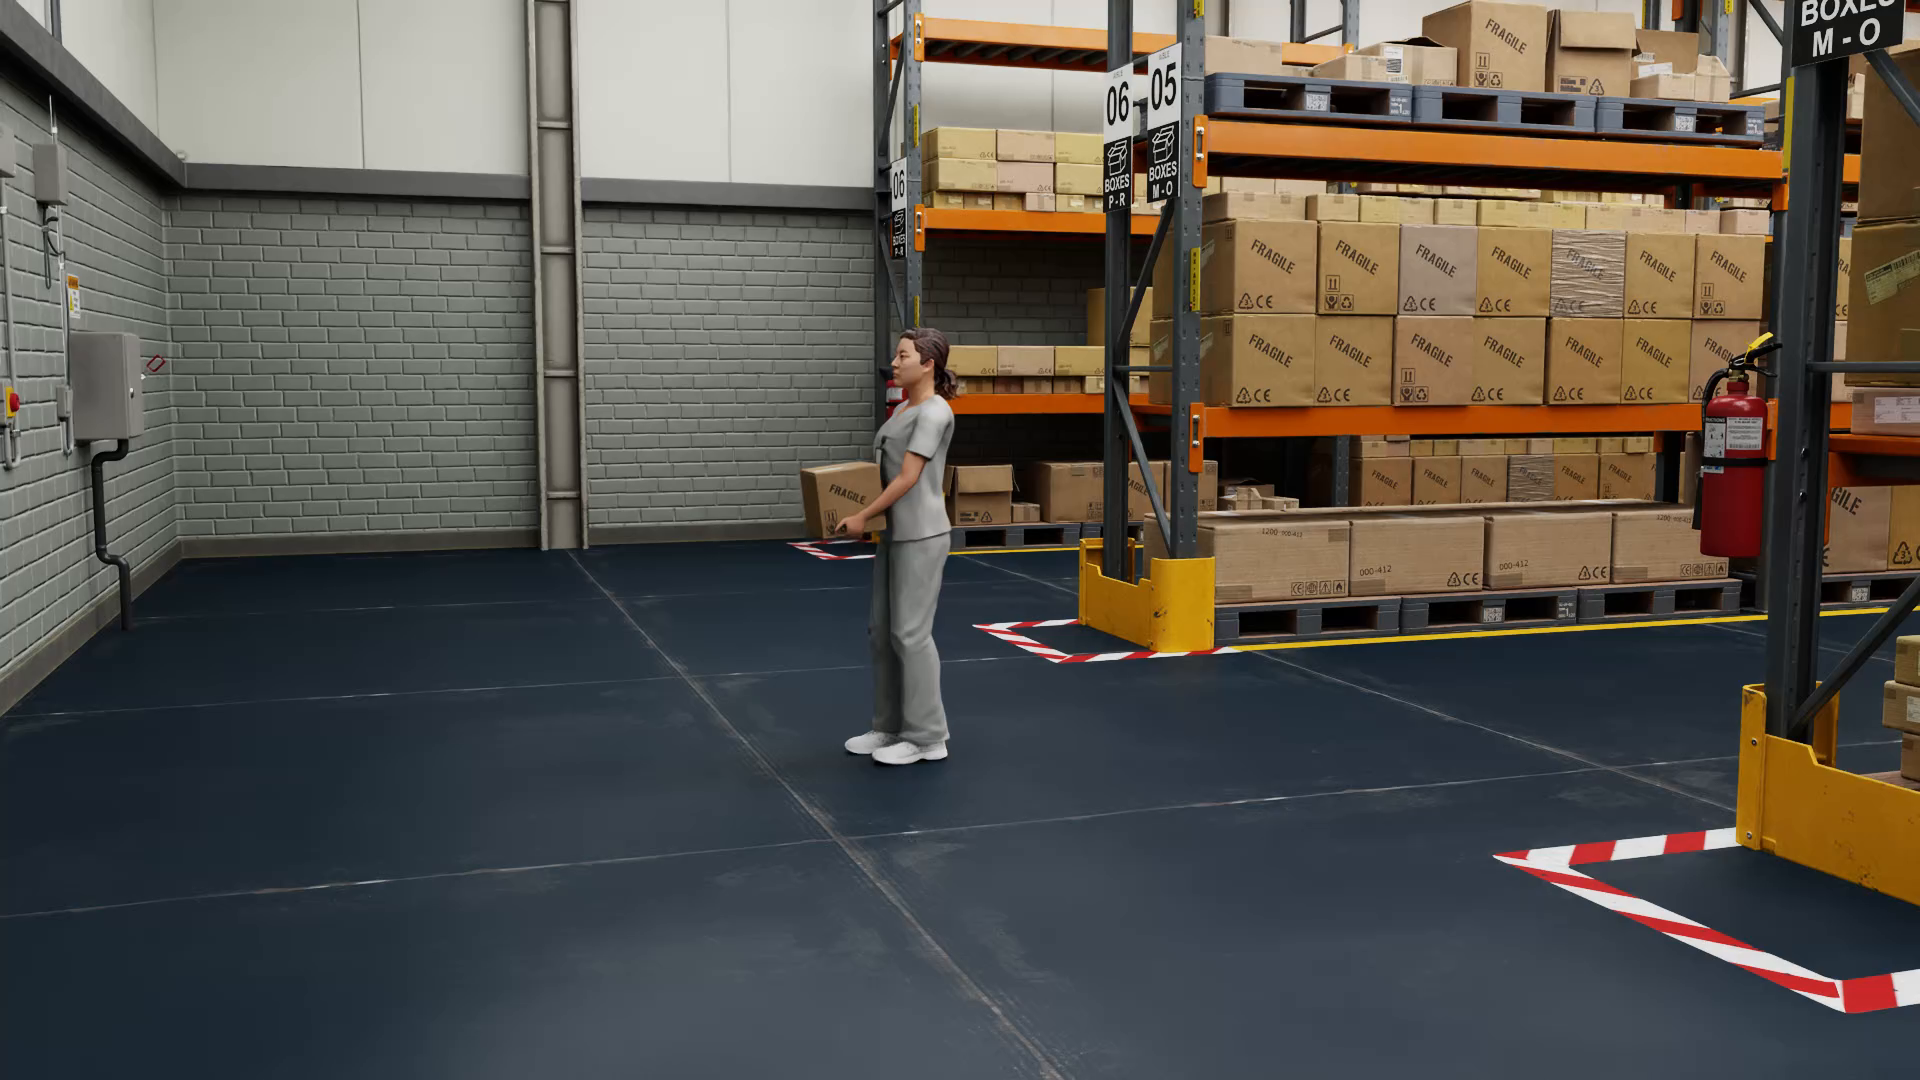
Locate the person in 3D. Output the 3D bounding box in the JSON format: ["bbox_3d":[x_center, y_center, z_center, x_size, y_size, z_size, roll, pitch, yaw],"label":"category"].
[{"bbox_3d":[-0.257,0.017,6.418,0.542,1.667,0.436,-2,6,-19],"label":"person"}]
